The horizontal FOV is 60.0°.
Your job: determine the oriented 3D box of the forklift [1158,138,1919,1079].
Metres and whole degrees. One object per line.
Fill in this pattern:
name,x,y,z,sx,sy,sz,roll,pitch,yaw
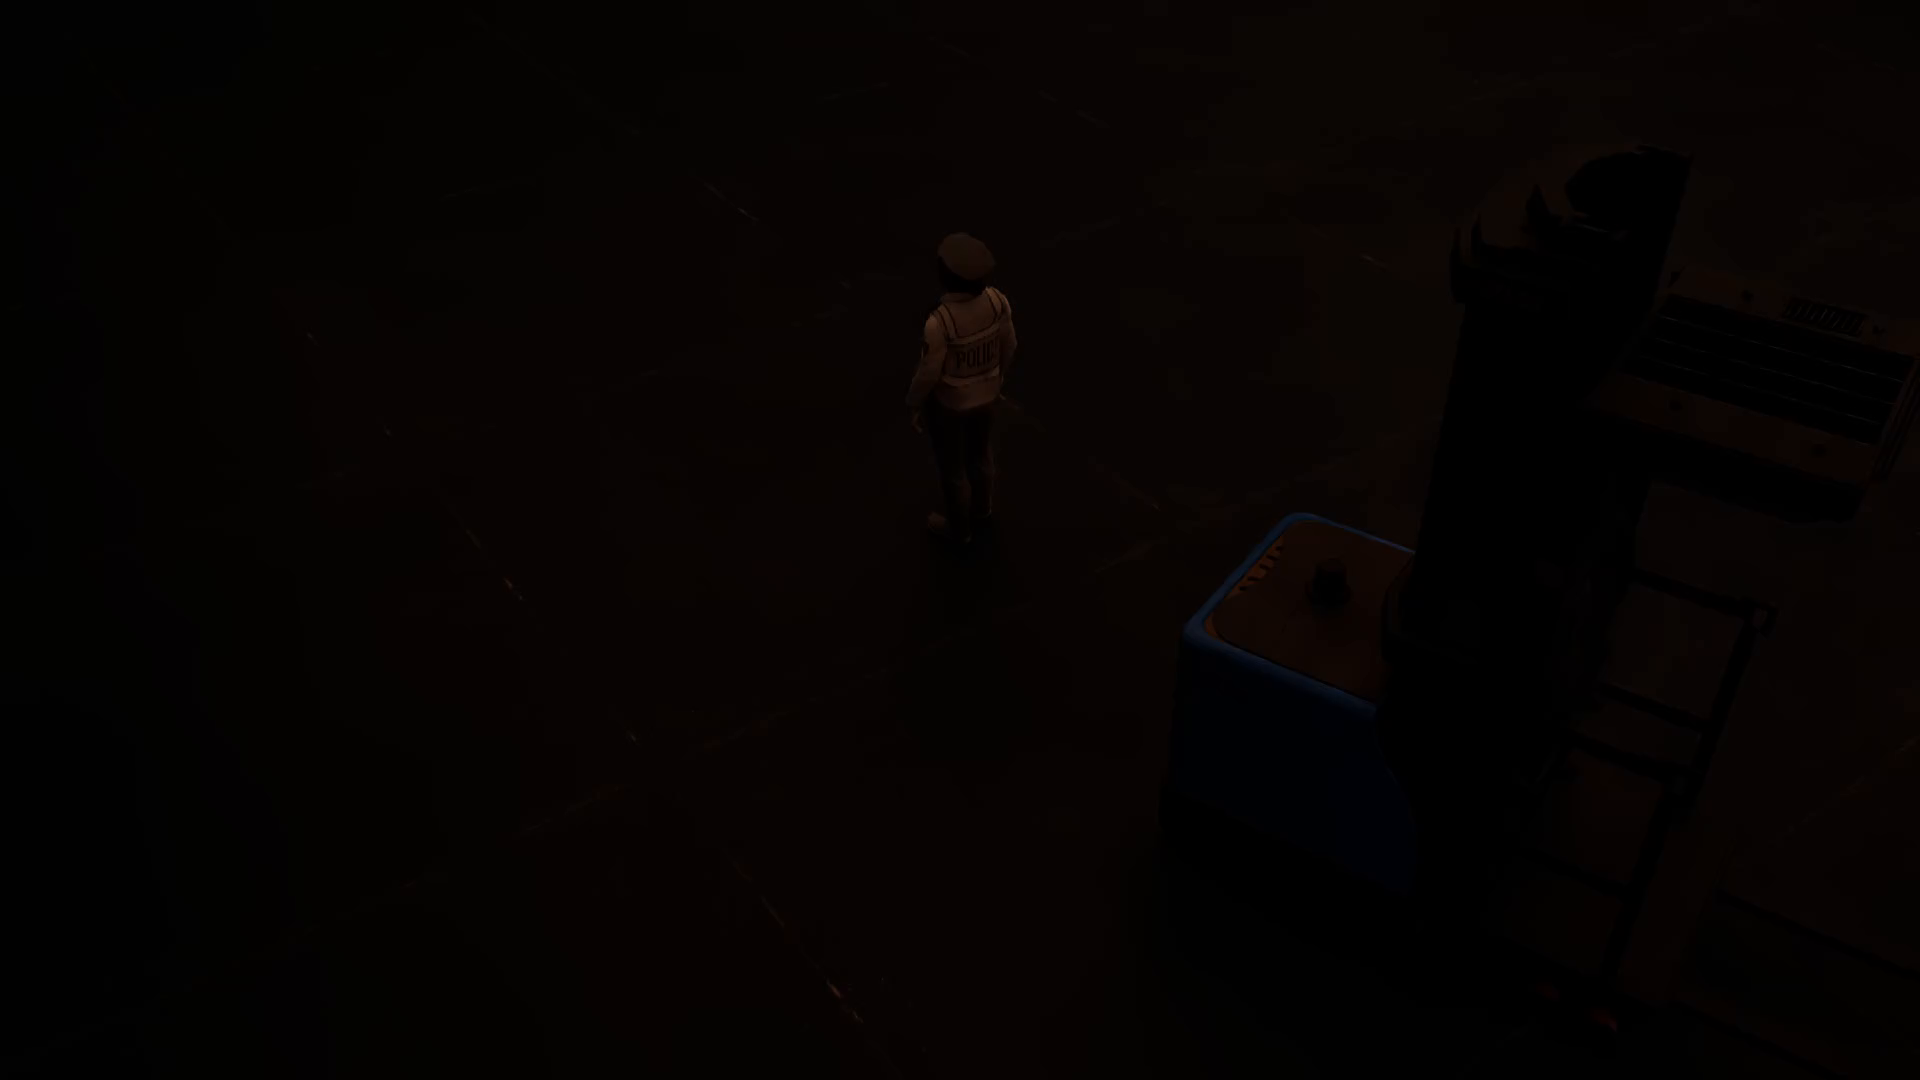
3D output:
forklift,2.309,0.282,5.563,3.031,2.935,1.130,22,42,27

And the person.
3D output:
person,-0.034,-0.723,7.949,0.586,1.695,0.533,-23,42,-28
